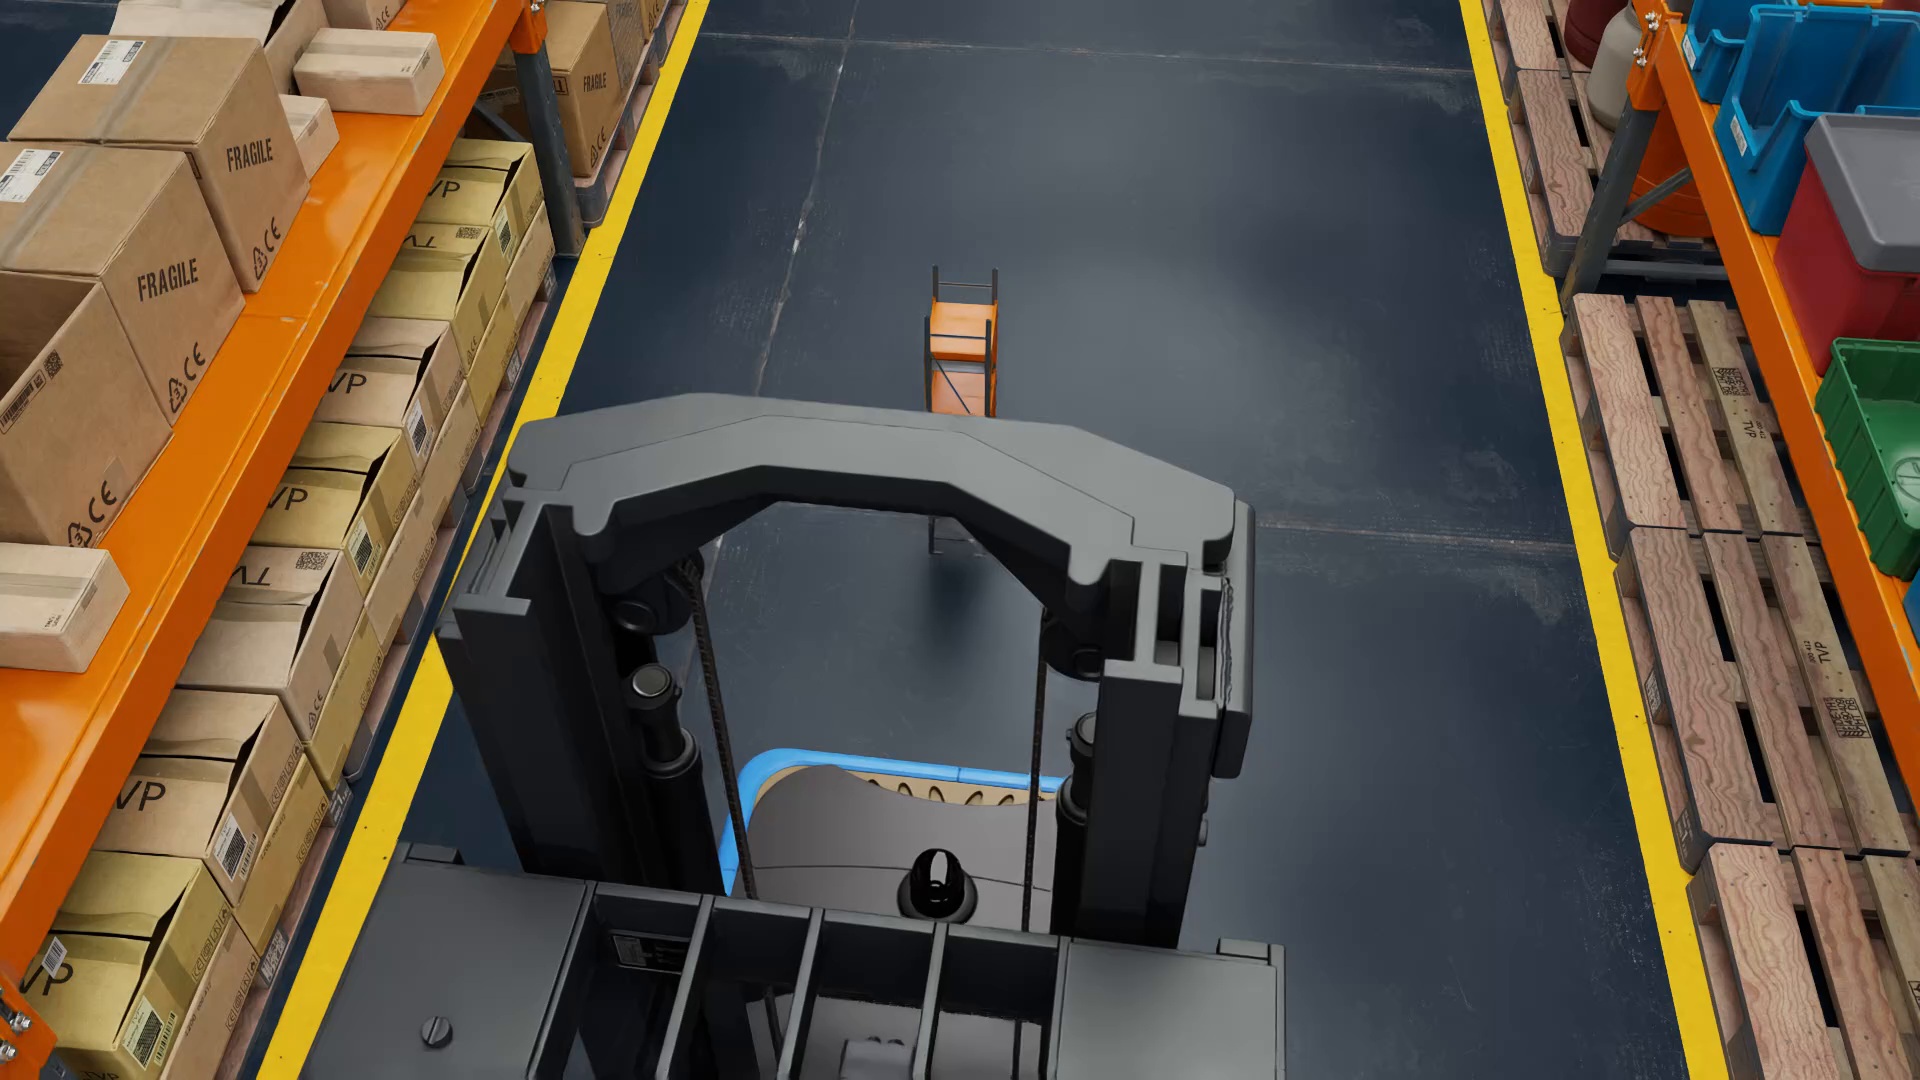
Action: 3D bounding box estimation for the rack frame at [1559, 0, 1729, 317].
[{"bbox_3d":[2.883,-1.904,5.459,1.000,3.000,0.127,4,48,4],"label":"rack frame"}]

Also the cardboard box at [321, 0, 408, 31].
[{"bbox_3d":[-2.126,-1.945,5.557,0.500,0.311,0.500,7,48,6],"label":"cardboard box"}]

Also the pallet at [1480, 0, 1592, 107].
[{"bbox_3d":[3.027,-2.439,7.838,1.003,0.211,1.213,4,48,4],"label":"pallet"}]

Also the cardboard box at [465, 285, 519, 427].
[{"bbox_3d":[-1.898,-0.672,5.910,0.500,0.250,0.500,3,48,3],"label":"cardboard box"}]

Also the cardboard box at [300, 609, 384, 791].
[{"bbox_3d":[-2.038,0.450,4.885,0.500,0.250,0.500,3,48,2],"label":"cardboard box"}]

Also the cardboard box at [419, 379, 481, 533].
[{"bbox_3d":[-1.947,-0.302,5.572,0.500,0.250,0.500,5,48,4],"label":"cardboard box"}]

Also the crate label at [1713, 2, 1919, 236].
[{"bbox_3d":[2.523,-1.204,4.795,0.502,0.435,0.616,4,48,4],"label":"crate label"}]

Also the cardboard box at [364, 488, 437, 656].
[{"bbox_3d":[-1.991,0.076,5.227,0.500,0.250,0.500,5,48,4],"label":"cardboard box"}]

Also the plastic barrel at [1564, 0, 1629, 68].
[{"bbox_3d":[3.013,-2.422,7.282,0.600,0.588,0.708,4,48,4],"label":"plastic barrel"}]

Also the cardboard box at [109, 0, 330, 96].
[{"bbox_3d":[-2.324,-1.566,5.210,0.500,0.311,0.500,3,48,3],"label":"cardboard box"}]

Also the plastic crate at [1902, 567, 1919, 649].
[{"bbox_3d":[2.309,0.209,3.537,0.392,0.384,0.575,4,48,4],"label":"plastic crate"}]

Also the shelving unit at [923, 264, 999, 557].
[{"bbox_3d":[0.005,-0.394,5.399,0.215,1.050,0.252,4,48,4],"label":"shelving unit"}]

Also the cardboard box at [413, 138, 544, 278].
[{"bbox_3d":[-1.852,-1.241,6.051,0.500,0.311,0.500,5,48,5],"label":"cardboard box"}]

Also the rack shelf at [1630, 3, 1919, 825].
[{"bbox_3d":[2.700,-0.192,4.380,1.077,0.370,4.000,4,48,4],"label":"rack shelf"}]

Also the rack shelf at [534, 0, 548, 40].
[{"bbox_3d":[-1.867,-3.467,7.376,1.077,0.370,4.000,4,48,4],"label":"rack shelf"}]

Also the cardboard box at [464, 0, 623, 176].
[{"bbox_3d":[-1.724,-1.860,6.814,0.500,0.500,0.500,6,48,5],"label":"cardboard box"}]

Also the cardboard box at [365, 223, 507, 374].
[{"bbox_3d":[-1.893,-0.859,5.702,0.500,0.311,0.500,3,48,3],"label":"cardboard box"}]

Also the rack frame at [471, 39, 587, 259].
[{"bbox_3d":[-2.050,-2.240,5.766,1.000,3.000,0.127,4,48,4],"label":"rack frame"}]

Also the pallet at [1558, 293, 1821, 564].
[{"bbox_3d":[2.773,-0.396,5.969,1.003,0.211,1.213,4,48,4],"label":"pallet"}]

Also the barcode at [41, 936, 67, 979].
[{"bbox_3d":[-1.976,0.911,3.629,0.001,0.075,0.075,4,48,4],"label":"barcode"}]

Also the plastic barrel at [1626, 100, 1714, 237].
[{"bbox_3d":[2.910,-1.674,6.434,0.600,0.830,0.708,4,48,4],"label":"plastic barrel"}]

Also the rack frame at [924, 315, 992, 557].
[{"bbox_3d":[-0.006,-0.304,5.317,0.200,1.050,0.008,4,48,4],"label":"rack frame"}]

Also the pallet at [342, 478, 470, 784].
[{"bbox_3d":[-2.277,0.198,5.426,1.003,0.211,1.213,4,48,4],"label":"pallet"}]

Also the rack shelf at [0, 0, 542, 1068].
[{"bbox_3d":[-2.232,-0.527,4.687,1.077,0.370,4.000,4,48,4],"label":"rack shelf"}]

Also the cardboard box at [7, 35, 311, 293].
[{"bbox_3d":[-2.186,-1.040,4.600,0.500,0.500,0.500,2,48,1],"label":"cardboard box"}]

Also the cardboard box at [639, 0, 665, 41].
[{"bbox_3d":[-1.631,-2.613,7.503,0.500,0.500,0.500,3,48,3],"label":"cardboard box"}]

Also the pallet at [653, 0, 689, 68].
[{"bbox_3d":[-1.830,-2.739,8.112,1.003,0.211,1.213,4,48,4],"label":"pallet"}]

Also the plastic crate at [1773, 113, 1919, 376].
[{"bbox_3d":[2.431,-0.759,4.368,0.402,0.464,0.583,4,48,4],"label":"plastic crate"}]

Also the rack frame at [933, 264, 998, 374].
[{"bbox_3d":[0.016,-0.483,5.481,0.200,1.050,0.008,4,48,4],"label":"rack frame"}]

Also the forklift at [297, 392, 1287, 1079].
[{"bbox_3d":[-0.195,1.338,2.540,1.130,2.935,3.031,6,48,5],"label":"forklift"}]

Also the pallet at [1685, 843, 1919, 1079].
[{"bbox_3d":[2.551,1.397,4.329,1.003,0.211,1.213,4,48,4],"label":"pallet"}]

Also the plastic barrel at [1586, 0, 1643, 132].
[{"bbox_3d":[2.873,-1.988,6.937,0.421,0.512,0.421,0,48,0],"label":"plastic barrel"}]

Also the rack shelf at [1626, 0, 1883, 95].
[{"bbox_3d":[3.065,-3.131,7.068,1.077,0.370,4.000,4,48,4],"label":"rack shelf"}]

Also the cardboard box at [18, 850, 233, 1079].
[{"bbox_3d":[-2.129,1.009,3.993,0.500,0.311,0.500,4,48,4],"label":"cardboard box"}]

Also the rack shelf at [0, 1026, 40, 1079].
[{"bbox_3d":[-2.597,2.412,1.999,1.077,0.370,4.000,4,48,4],"label":"rack shelf"}]

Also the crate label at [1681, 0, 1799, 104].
[{"bbox_3d":[2.471,-1.563,5.260,0.303,0.233,0.416,4,48,4],"label":"crate label"}]

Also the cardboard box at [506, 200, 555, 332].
[{"bbox_3d":[-1.855,-1.051,6.257,0.500,0.250,0.500,5,48,4],"label":"cardboard box"}]

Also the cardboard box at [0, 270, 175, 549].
[{"bbox_3d":[-2.280,-0.285,3.910,0.500,0.500,0.500,7,48,6],"label":"cardboard box"}]

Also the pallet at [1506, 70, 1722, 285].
[{"bbox_3d":[2.913,-1.545,7.020,1.003,0.211,1.213,4,48,4],"label":"pallet"}]

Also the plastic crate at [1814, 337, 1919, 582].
[{"bbox_3d":[2.396,-0.192,4.036,0.450,0.188,0.662,4,48,4],"label":"plastic crate"}]

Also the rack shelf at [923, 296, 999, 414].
[{"bbox_3d":[0.005,-0.578,5.197,0.215,0.259,0.240,4,48,4],"label":"rack shelf"}]

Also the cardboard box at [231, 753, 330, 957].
[{"bbox_3d":[-2.083,0.830,4.536,0.500,0.250,0.500,5,48,5],"label":"cardboard box"}]

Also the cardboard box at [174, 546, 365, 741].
[{"bbox_3d":[-2.032,0.262,4.677,0.500,0.311,0.500,2,48,2],"label":"cardboard box"}]

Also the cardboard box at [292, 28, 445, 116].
[{"bbox_3d":[-1.857,-1.476,5.237,0.380,0.149,0.250,4,48,4],"label":"cardboard box"}]

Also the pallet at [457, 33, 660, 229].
[{"bbox_3d":[-1.944,-1.845,7.294,1.003,0.211,1.213,4,48,4],"label":"pallet"}]

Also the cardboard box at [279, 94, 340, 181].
[{"bbox_3d":[-2.110,-1.214,4.998,0.380,0.149,0.250,7,48,6],"label":"cardboard box"}]

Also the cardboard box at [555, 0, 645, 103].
[{"bbox_3d":[-1.682,-2.245,7.166,0.500,0.500,0.500,2,48,2],"label":"cardboard box"}]

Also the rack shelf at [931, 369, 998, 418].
[{"bbox_3d":[0.005,-0.386,5.406,0.215,0.259,0.240,4,48,4],"label":"rack shelf"}]

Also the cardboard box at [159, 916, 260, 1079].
[{"bbox_3d":[-2.131,1.206,4.193,0.500,0.250,0.500,3,48,3],"label":"cardboard box"}]

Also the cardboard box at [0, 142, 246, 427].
[{"bbox_3d":[-2.234,-0.653,4.246,0.500,0.500,0.500,4,48,4],"label":"cardboard box"}]

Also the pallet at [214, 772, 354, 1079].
[{"bbox_3d":[-2.386,1.096,4.604,1.003,0.211,1.213,4,48,4],"label":"pallet"}]

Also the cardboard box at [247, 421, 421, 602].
[{"bbox_3d":[-1.990,-0.120,5.026,0.500,0.311,0.500,5,48,5],"label":"cardboard box"}]

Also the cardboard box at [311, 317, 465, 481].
[{"bbox_3d":[-1.942,-0.488,5.363,0.500,0.311,0.500,4,48,3],"label":"cardboard box"}]

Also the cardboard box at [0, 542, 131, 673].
[{"bbox_3d":[-2.130,0.147,3.753,0.380,0.149,0.250,4,48,4],"label":"cardboard box"}]

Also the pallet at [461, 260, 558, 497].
[{"bbox_3d":[-2.164,-0.696,6.244,1.003,0.211,1.213,4,48,4],"label":"pallet"}]

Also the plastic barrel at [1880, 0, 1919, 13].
[{"bbox_3d":[3.142,-1.589,5.078,0.600,0.536,0.708,4,48,4],"label":"plastic barrel"}]

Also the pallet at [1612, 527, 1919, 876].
[{"bbox_3d":[2.660,0.498,5.152,1.003,0.211,1.213,4,48,4],"label":"pallet"}]

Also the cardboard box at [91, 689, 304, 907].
[{"bbox_3d":[-2.078,0.642,4.329,0.500,0.311,0.500,3,48,3],"label":"cardboard box"}]
